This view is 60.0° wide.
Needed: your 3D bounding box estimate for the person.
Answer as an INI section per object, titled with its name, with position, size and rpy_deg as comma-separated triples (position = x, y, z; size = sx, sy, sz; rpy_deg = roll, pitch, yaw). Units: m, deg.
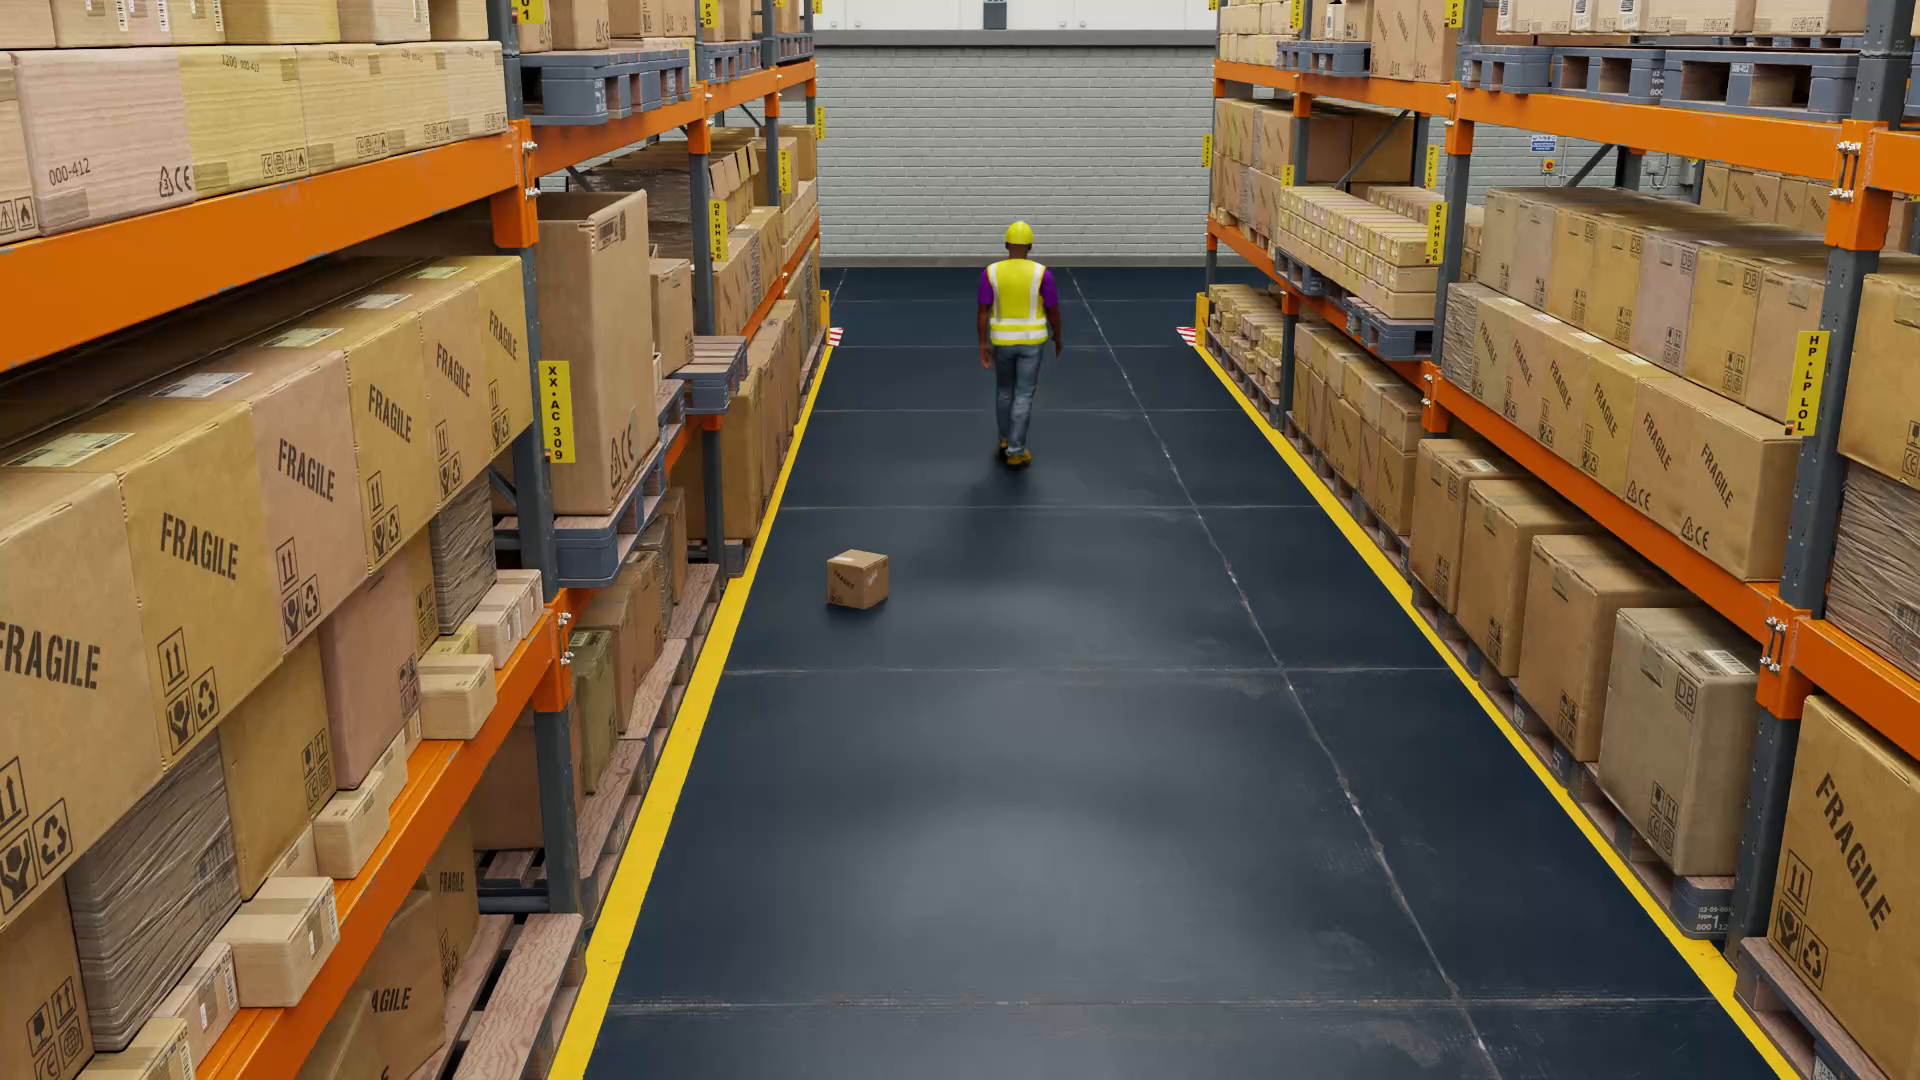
[person]
position = 0.451, -1.443, 12.235
size = 0.587, 1.800, 0.756
rpy_deg = 4, 17, 13
